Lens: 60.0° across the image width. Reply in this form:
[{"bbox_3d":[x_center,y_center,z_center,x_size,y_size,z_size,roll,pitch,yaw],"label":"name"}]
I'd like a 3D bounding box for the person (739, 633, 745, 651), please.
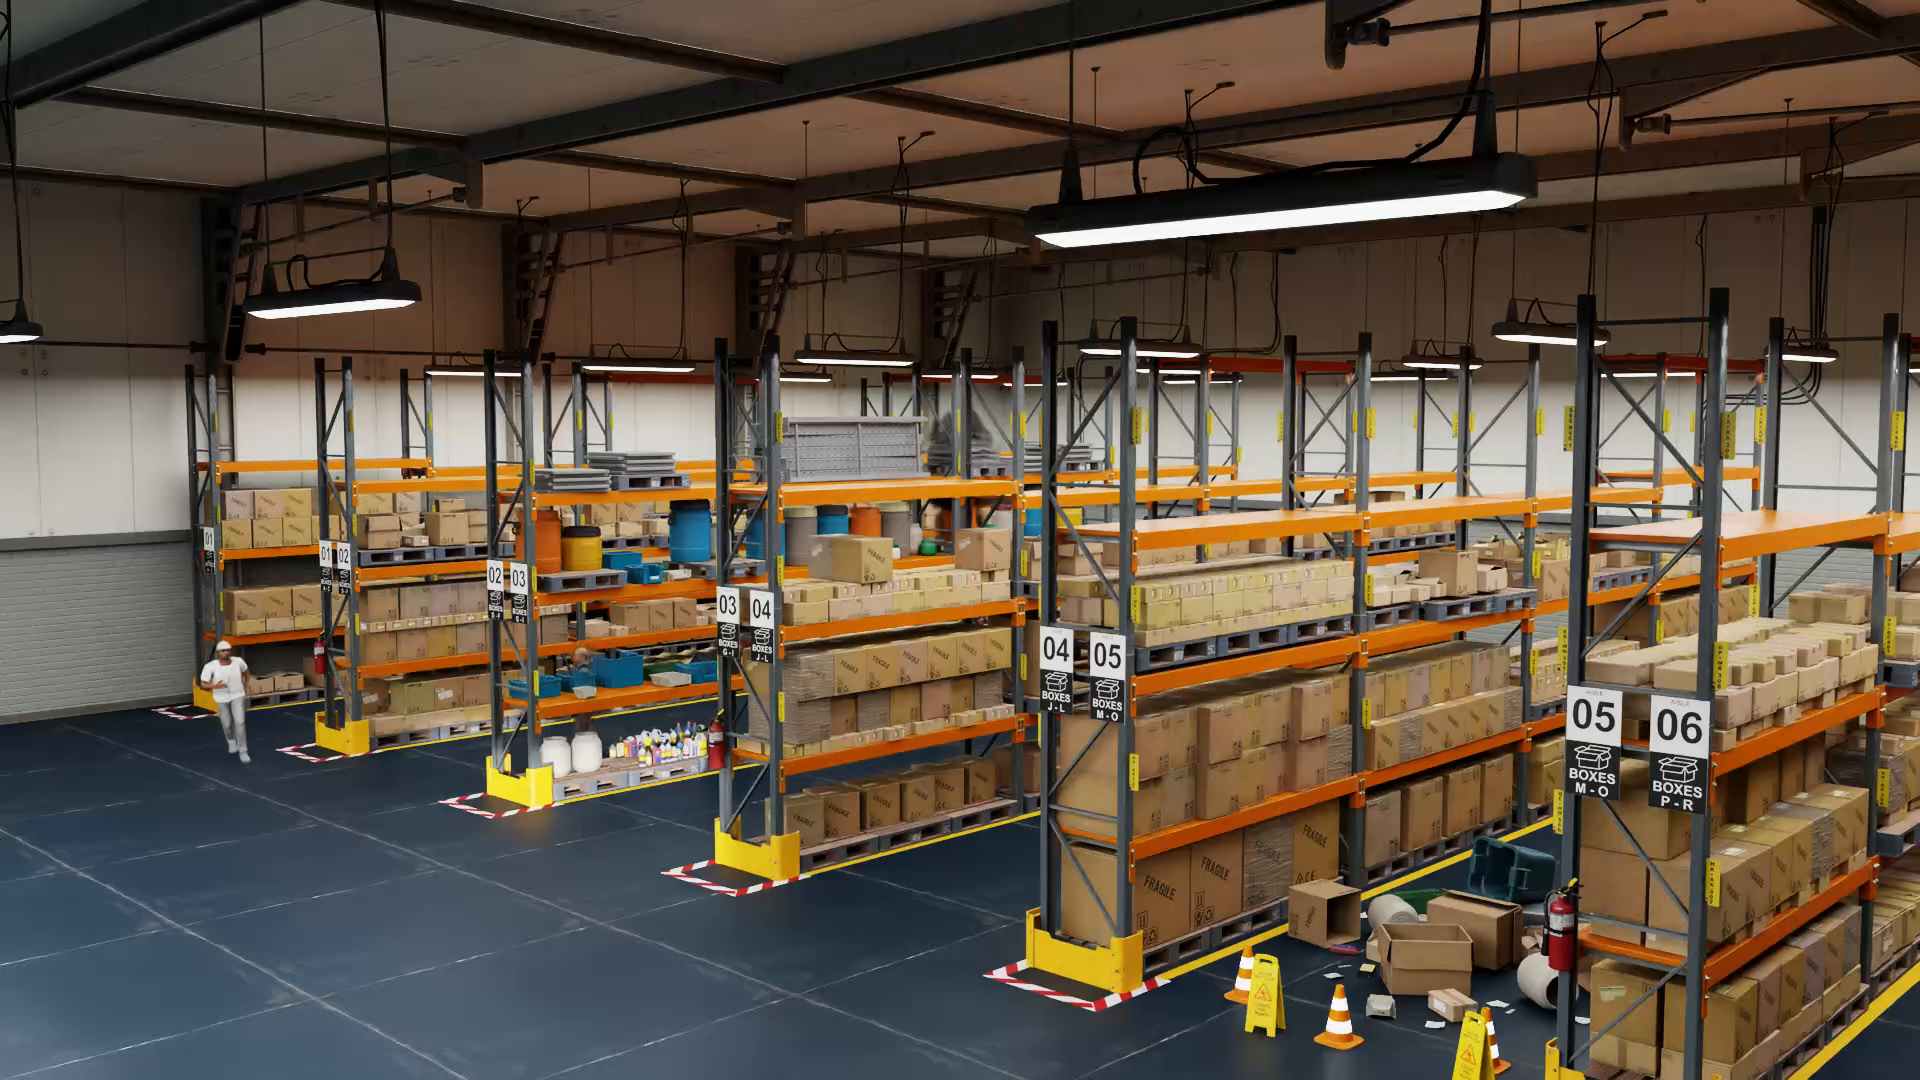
[{"bbox_3d":[-4.471,1.718,33.904,0.680,1.710,0.696,3,5,32],"label":"person"}]

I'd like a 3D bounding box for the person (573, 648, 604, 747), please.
[{"bbox_3d":[-5.585,2.470,24.815,0.475,1.592,0.769,0,4,-6],"label":"person"}]

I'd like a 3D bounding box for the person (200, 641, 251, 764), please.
[{"bbox_3d":[-10.910,2.381,24.734,0.696,1.786,0.909,-2,5,-26],"label":"person"}]
